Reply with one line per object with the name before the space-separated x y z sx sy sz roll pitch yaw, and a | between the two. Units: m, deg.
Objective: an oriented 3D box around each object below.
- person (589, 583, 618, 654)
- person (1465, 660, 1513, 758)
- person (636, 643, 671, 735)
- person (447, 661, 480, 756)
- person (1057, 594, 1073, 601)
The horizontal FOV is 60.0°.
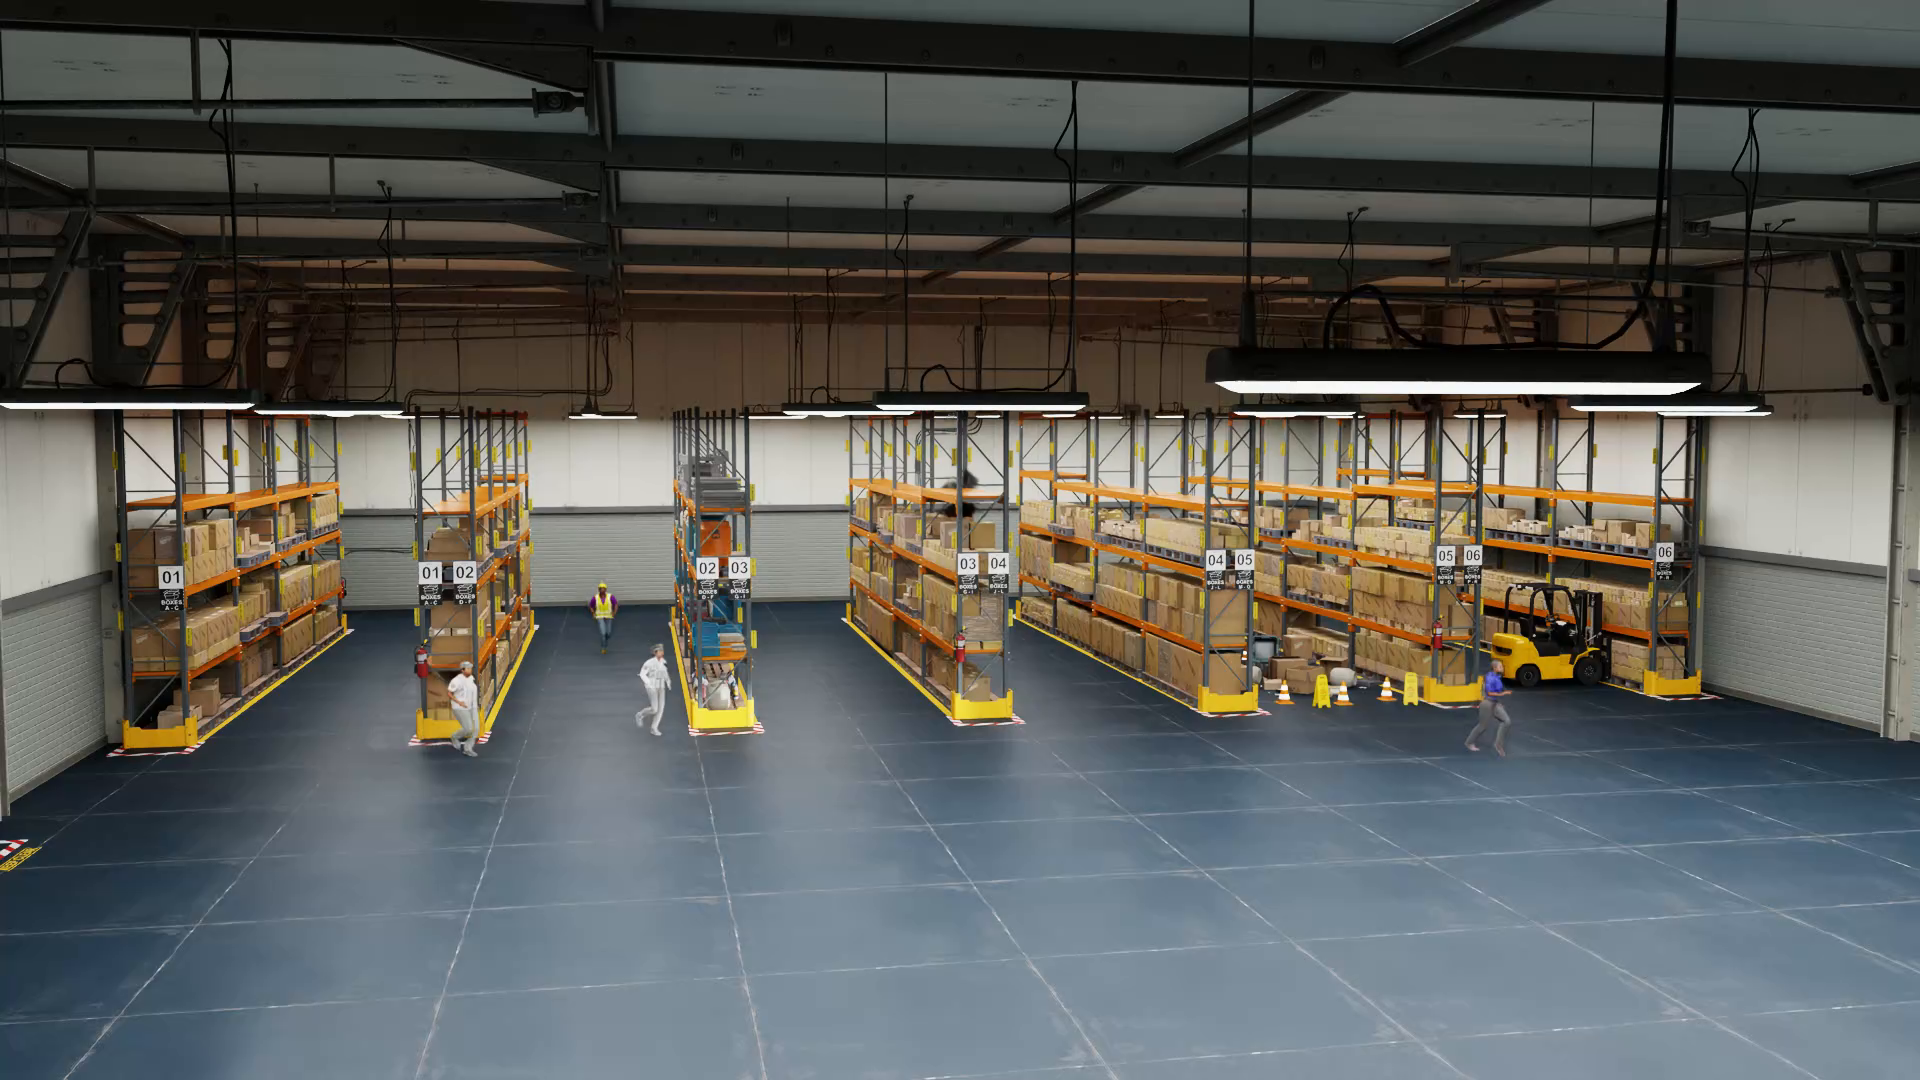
person | -8.832 1.935 41.221 0.686 1.736 0.640 -1 4 -16
person | 9.076 2.880 28.523 0.831 1.683 0.599 3 5 38
person | -5.627 2.731 30.678 0.594 1.665 0.650 3 5 38
person | -8.503 2.894 28.552 0.532 1.639 0.640 2 5 29
person | 3.124 1.409 49.760 0.642 1.650 0.757 3 5 38
